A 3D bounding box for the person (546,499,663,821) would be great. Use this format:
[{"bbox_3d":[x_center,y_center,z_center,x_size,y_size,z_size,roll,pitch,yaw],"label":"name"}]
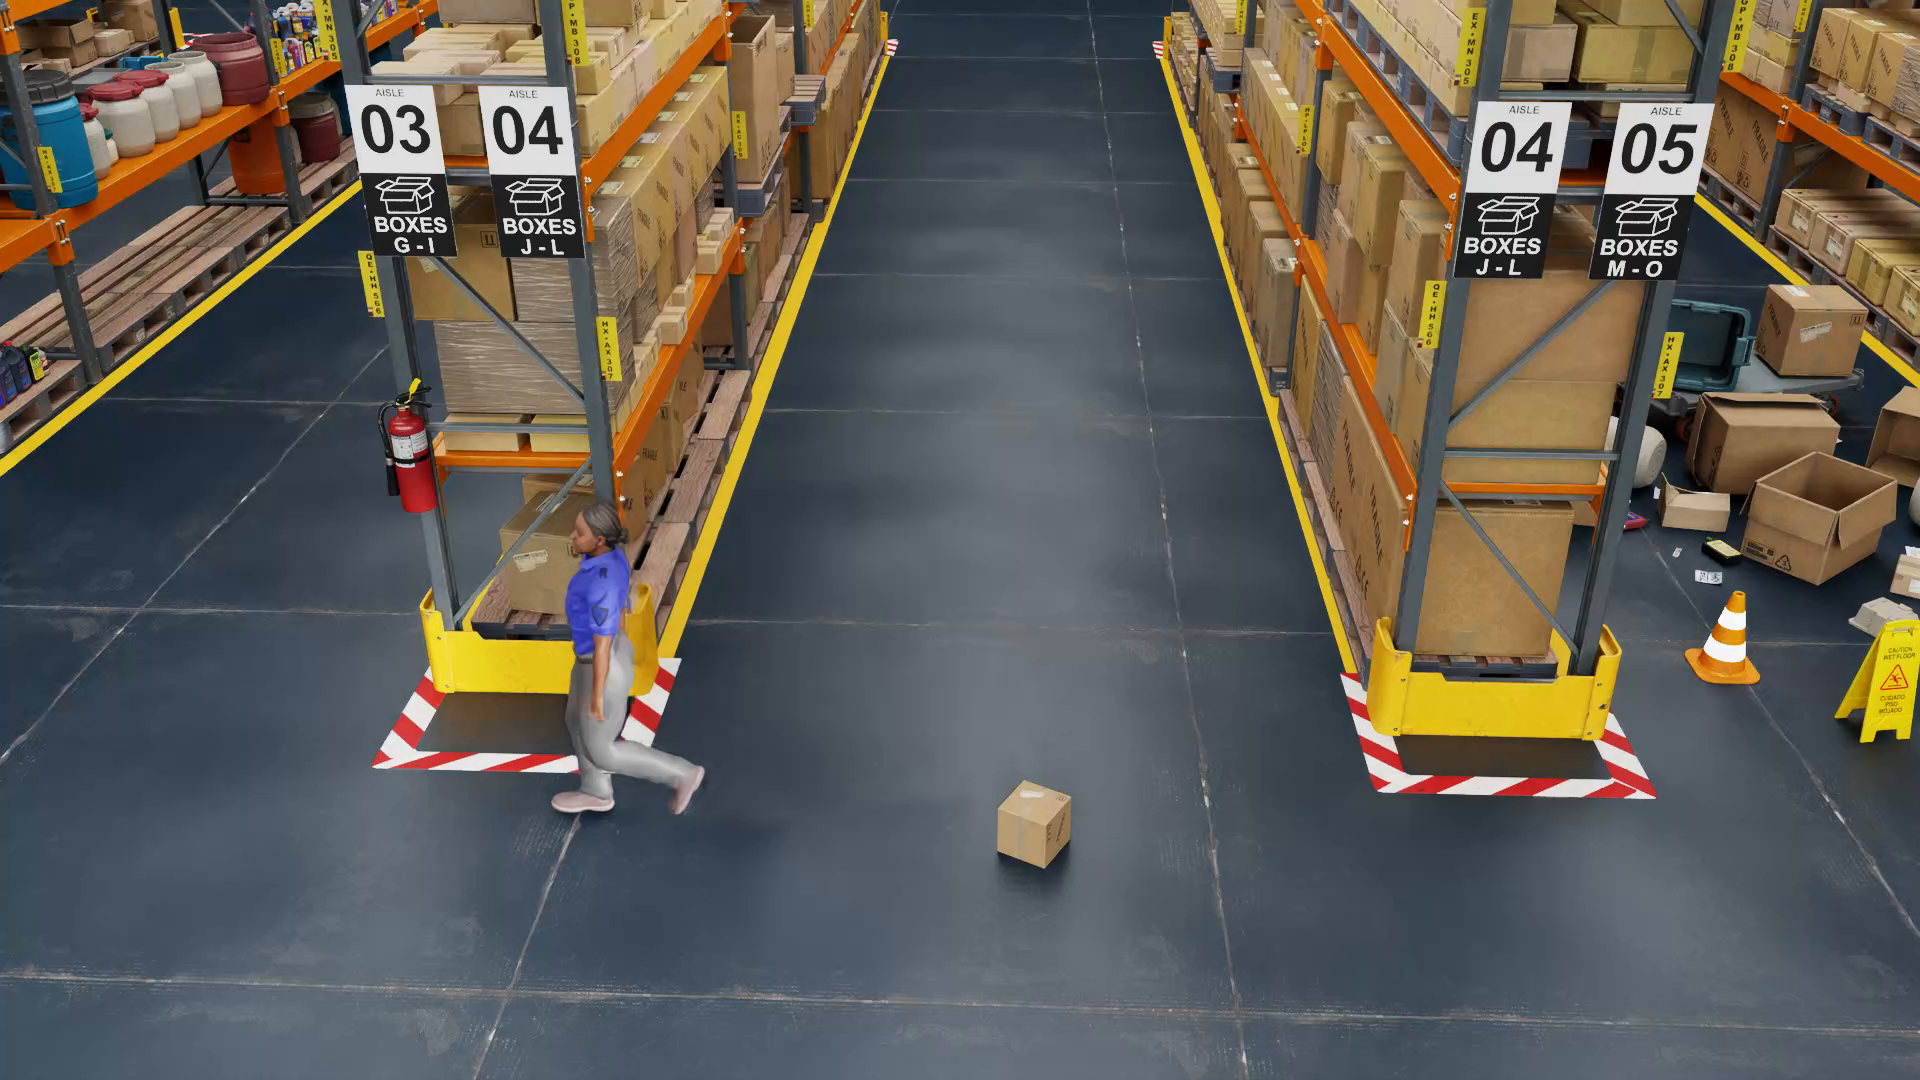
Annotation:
[{"bbox_3d":[-1.662,0.571,7.531,0.553,1.624,0.459,-3,28,-5],"label":"person"}]
